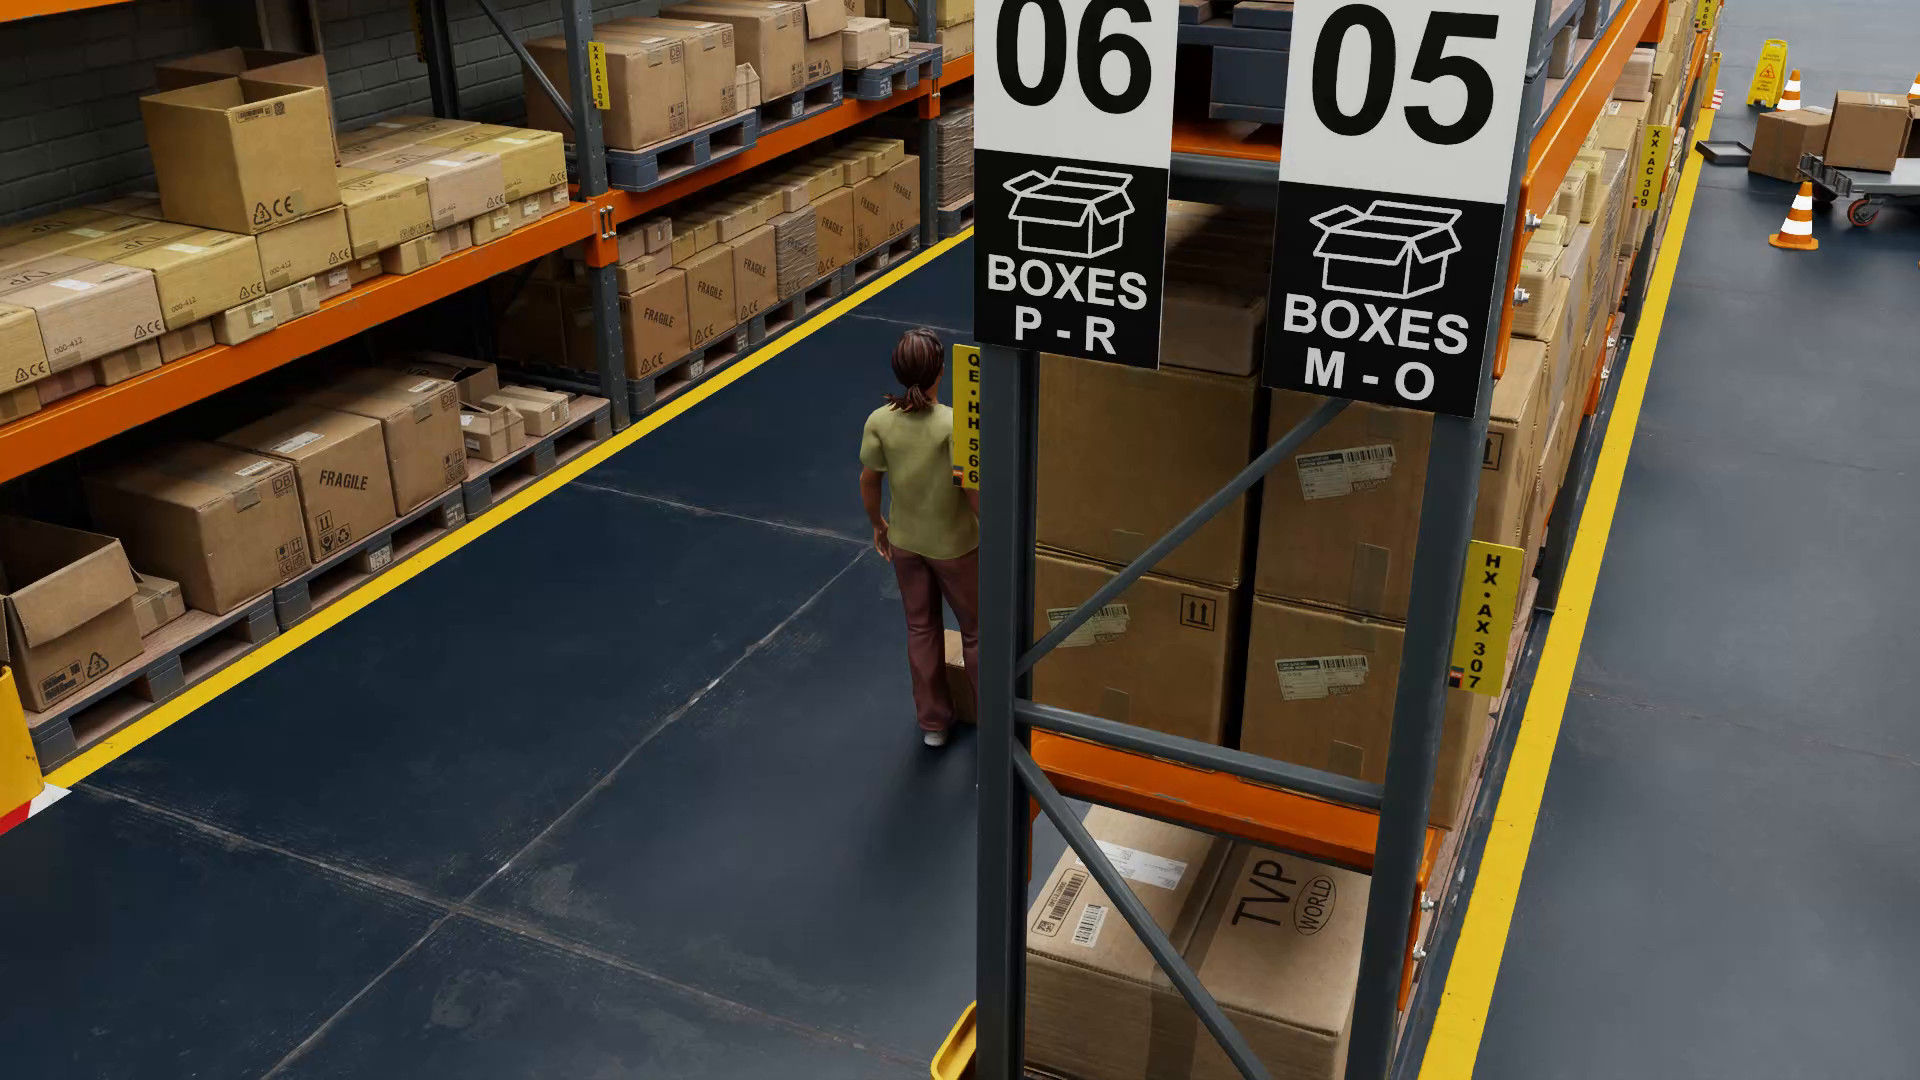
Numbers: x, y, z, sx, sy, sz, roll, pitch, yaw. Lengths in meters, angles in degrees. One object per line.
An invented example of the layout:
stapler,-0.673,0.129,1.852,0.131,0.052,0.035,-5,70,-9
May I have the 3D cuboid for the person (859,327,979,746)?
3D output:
person,-0.054,-0.010,6.116,0.555,1.674,0.548,11,28,22
